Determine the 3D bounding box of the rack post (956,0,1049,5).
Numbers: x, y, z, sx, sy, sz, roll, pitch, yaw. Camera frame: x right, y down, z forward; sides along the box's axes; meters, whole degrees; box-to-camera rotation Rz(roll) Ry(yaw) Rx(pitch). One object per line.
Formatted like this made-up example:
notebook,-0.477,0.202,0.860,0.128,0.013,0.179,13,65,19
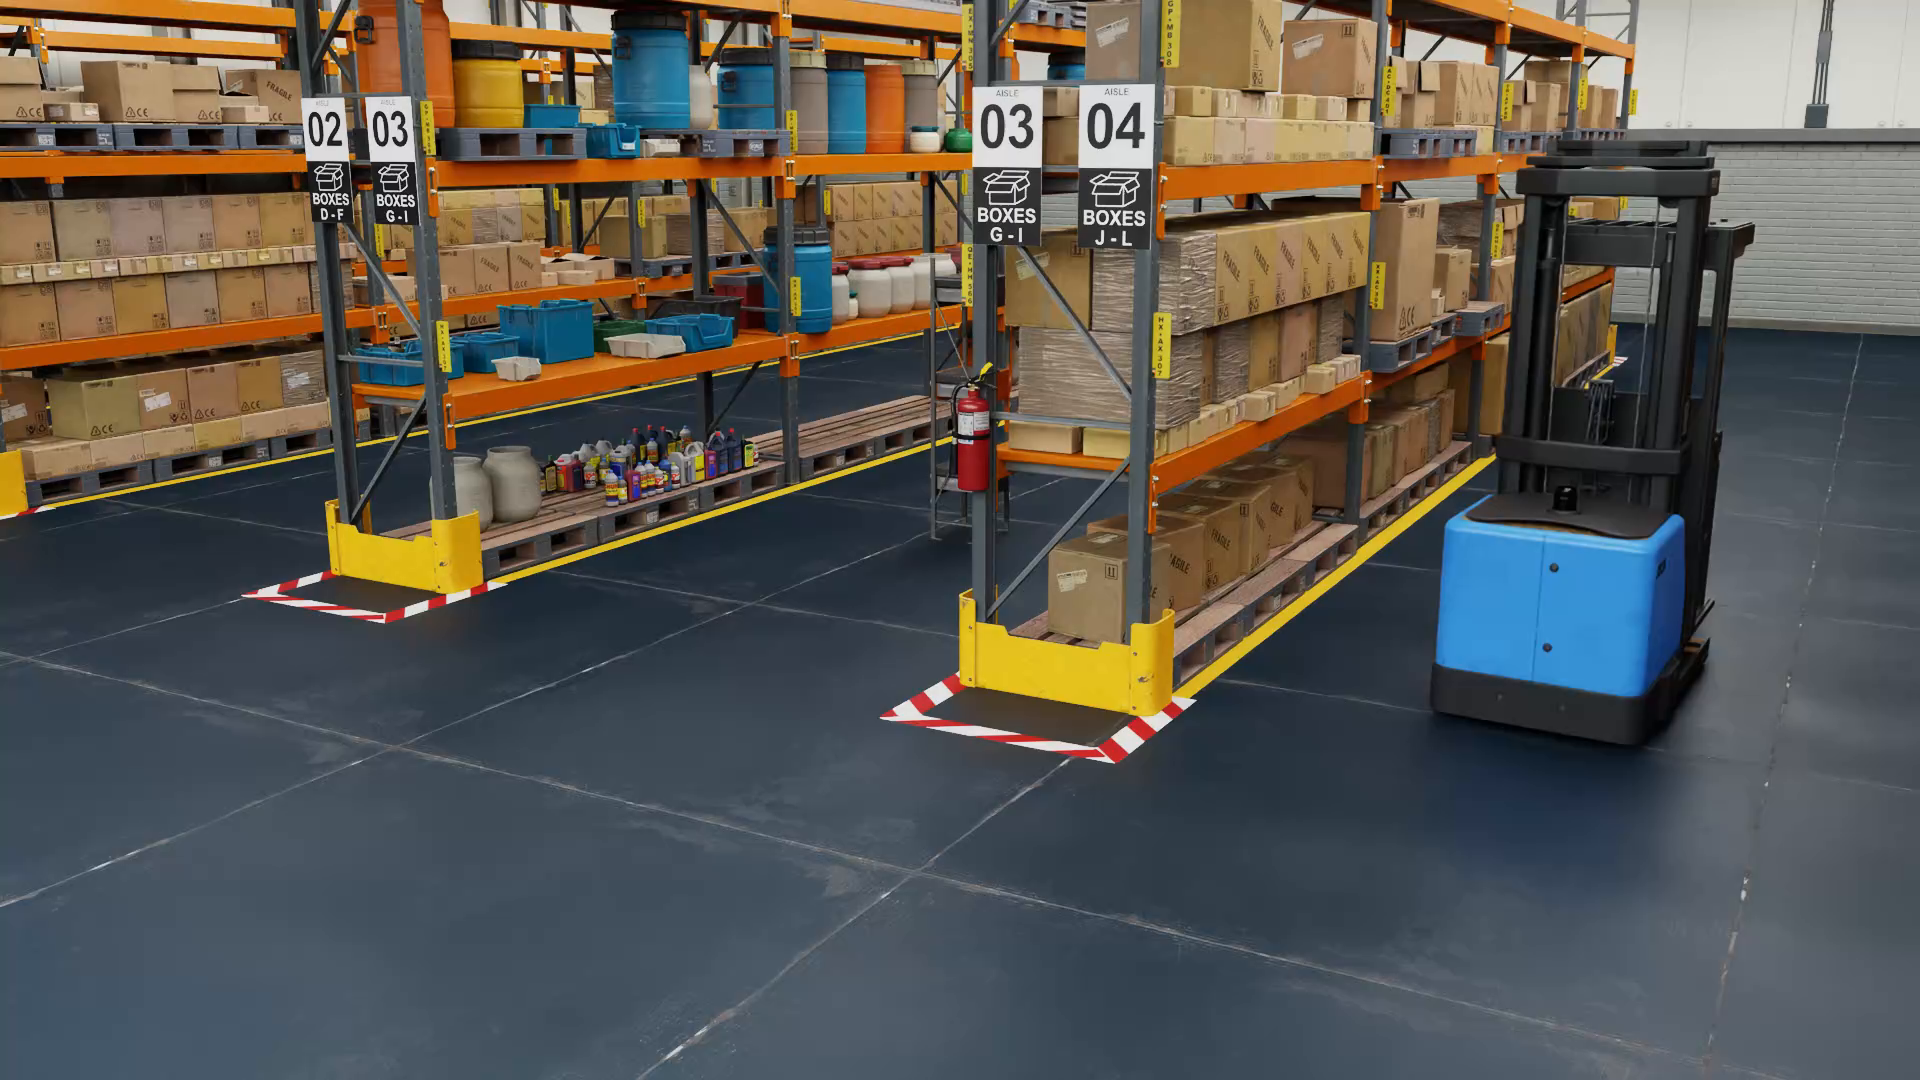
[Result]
rack post,0.377,-5.849,17.757,0.954,0.300,0.937,7,15,28

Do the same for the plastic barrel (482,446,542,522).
plastic barrel,-3.311,-0.416,12.273,0.421,0.512,0.421,0,14,0

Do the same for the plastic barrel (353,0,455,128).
plastic barrel,-3.681,-3.160,11.030,0.600,0.830,0.708,7,15,28

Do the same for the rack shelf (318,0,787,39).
rack shelf,-2.838,-3.958,12.138,1.077,0.370,4.000,7,15,28

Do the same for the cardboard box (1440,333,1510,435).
cardboard box,4.750,-1.566,16.265,1.225,0.875,0.875,7,15,25

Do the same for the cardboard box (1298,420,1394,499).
cardboard box,3.027,-0.653,13.235,0.700,0.500,0.500,7,15,28

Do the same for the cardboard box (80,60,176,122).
cardboard box,-7.097,-3.826,14.195,0.500,0.500,0.500,7,15,28

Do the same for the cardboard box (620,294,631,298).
cardboard box,-5.729,-4.098,27.569,0.700,0.500,0.500,8,16,29

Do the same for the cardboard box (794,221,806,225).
cardboard box,-2.321,-4.379,24.085,0.500,0.500,0.500,8,16,29

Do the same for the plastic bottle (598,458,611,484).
plastic bottle,-2.884,-0.562,13.496,0.097,0.201,0.097,0,14,0

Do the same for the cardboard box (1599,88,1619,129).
cardboard box,8.061,-5.543,21.404,0.700,0.500,0.500,6,15,25

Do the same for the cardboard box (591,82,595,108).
cardboard box,-5.843,-6.983,26.308,0.500,0.500,0.500,7,15,27

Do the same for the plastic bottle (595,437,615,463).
plastic bottle,-2.921,-0.677,13.656,0.144,0.351,0.185,7,15,28

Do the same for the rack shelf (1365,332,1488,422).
rack shelf,3.432,-1.495,13.871,1.077,0.370,4.000,7,15,28

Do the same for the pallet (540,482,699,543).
pallet,-2.821,-0.256,13.145,1.003,0.211,1.213,7,15,28

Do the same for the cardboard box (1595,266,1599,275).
cardboard box,7.765,-3.401,20.777,0.380,0.149,0.250,7,15,28

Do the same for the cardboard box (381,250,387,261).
cardboard box,-8.119,-3.919,22.881,0.380,0.149,0.250,8,16,29

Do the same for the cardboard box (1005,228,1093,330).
cardboard box,0.581,-1.434,9.101,0.500,0.500,0.500,7,15,28

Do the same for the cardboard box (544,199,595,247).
cardboard box,-6.400,-5.015,26.295,0.980,0.700,0.700,8,16,29

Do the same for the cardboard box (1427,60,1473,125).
cardboard box,3.896,-3.673,13.687,0.500,0.500,0.500,8,16,29

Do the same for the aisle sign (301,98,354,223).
aisle sign,-4.100,-2.458,10.782,0.394,0.787,0.004,7,15,28

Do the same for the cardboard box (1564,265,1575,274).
cardboard box,6.788,-3.214,19.152,0.500,0.250,0.500,7,15,27

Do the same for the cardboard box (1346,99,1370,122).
cardboard box,2.560,-2.914,11.291,0.380,0.149,0.250,8,16,30

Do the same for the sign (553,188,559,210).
sign,-6.196,-5.224,25.503,0.100,0.325,0.005,7,15,28

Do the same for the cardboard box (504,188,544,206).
cardboard box,-6.678,-5.202,25.221,0.500,0.250,0.500,8,16,29

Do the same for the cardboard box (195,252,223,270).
cardboard box,-6.890,-2.527,15.016,0.380,0.149,0.250,8,16,30

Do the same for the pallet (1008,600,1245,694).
pallet,0.991,0.563,9.746,1.003,0.211,1.213,7,15,28

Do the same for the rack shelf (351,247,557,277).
rack shelf,-7.643,-4.000,24.258,1.077,0.370,4.000,7,15,28

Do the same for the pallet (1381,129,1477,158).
pallet,3.355,-3.129,13.114,1.213,0.211,1.003,7,15,28

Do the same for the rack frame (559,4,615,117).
rack frame,-4.272,-6.295,19.444,1.000,3.000,0.127,7,15,28

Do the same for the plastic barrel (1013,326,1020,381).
plastic barrel,0.830,-2.182,19.435,0.600,0.588,0.708,7,15,28

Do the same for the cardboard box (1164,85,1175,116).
cardboard box,0.867,-2.223,8.425,0.380,0.149,0.250,7,15,28

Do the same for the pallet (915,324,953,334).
pallet,-0.826,-3.485,26.538,1.003,0.211,1.213,7,15,28

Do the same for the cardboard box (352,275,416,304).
cardboard box,-6.006,-2.591,17.200,0.500,0.250,0.500,9,16,32

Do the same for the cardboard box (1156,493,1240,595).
cardboard box,1.426,0.018,10.496,0.500,0.500,0.500,9,16,33

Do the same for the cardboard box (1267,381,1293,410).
cardboard box,1.880,-0.929,10.523,0.380,0.149,0.250,7,15,28

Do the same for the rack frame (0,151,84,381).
rack frame,-10.544,-3.118,19.068,1.000,3.000,0.127,7,15,28

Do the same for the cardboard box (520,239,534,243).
cardboard box,-6.693,-4.491,25.256,0.380,0.149,0.250,8,16,29

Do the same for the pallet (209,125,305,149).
pallet,-6.595,-3.795,15.664,1.003,0.211,1.213,7,15,28

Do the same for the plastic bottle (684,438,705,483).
plastic bottle,-2.179,-0.652,13.549,0.144,0.351,0.185,7,15,28

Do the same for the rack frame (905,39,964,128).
rack frame,-0.404,-7.936,26.252,1.000,3.000,0.127,7,15,28

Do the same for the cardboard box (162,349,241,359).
cardboard box,-7.187,-1.525,15.829,0.500,0.500,0.500,7,15,28

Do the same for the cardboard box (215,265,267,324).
cardboard box,-6.910,-2.303,15.474,0.700,0.500,0.500,8,16,29

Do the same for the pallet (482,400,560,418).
pallet,-5.295,-1.609,18.757,1.003,0.211,1.213,7,15,28

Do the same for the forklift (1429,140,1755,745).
forklift,3.651,-0.714,9.241,1.130,2.935,3.031,8,16,31

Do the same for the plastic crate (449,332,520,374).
plastic crate,-3.506,-1.372,12.142,0.499,0.251,0.408,7,15,28

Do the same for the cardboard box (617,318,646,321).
cardboard box,-4.025,-2.596,21.295,0.500,0.500,0.500,8,16,30

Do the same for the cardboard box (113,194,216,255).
cardboard box,-7.142,-2.836,14.917,0.700,0.500,0.500,7,15,28

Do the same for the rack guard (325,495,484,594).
rack guard,-3.809,0.019,11.388,1.175,0.500,0.348,7,15,28

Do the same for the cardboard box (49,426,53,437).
cardboard box,-7.907,-0.852,14.638,0.500,0.250,0.500,7,15,28

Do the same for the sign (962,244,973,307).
sign,0.055,-1.397,8.785,0.100,0.325,0.005,7,15,28

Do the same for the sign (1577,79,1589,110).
sign,6.812,-4.879,18.196,0.100,0.325,0.005,7,15,28

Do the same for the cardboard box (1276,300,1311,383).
cardboard box,1.767,-1.330,10.802,0.875,0.500,0.500,7,15,28

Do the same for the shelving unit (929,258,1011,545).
shelving unit,0.080,-1.055,12.428,0.431,2.100,0.503,7,15,28
